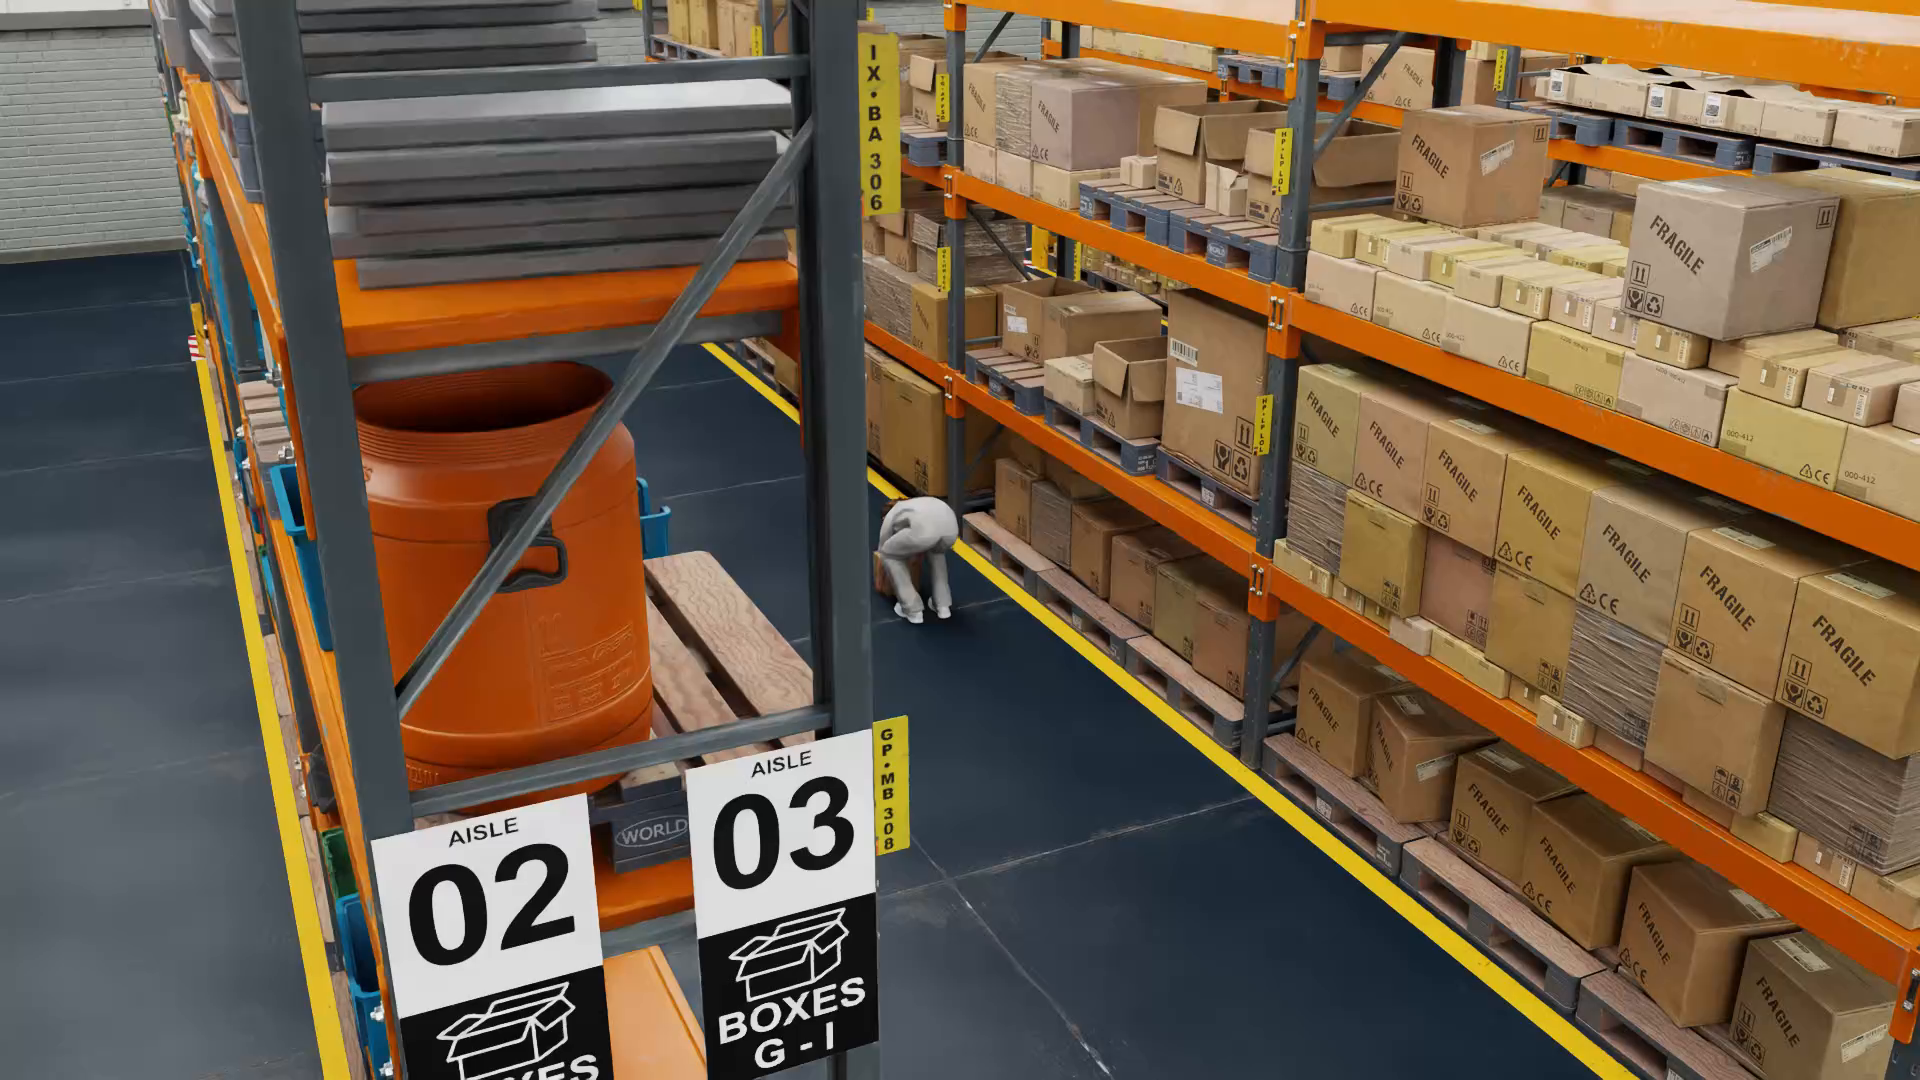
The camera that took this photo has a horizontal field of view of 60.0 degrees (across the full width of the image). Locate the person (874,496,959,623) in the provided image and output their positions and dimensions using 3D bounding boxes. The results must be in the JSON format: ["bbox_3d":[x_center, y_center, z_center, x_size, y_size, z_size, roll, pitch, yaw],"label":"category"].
[{"bbox_3d":[-0.321,0.071,11.503,0.474,0.852,0.852,-12,25,-26],"label":"person"}]
